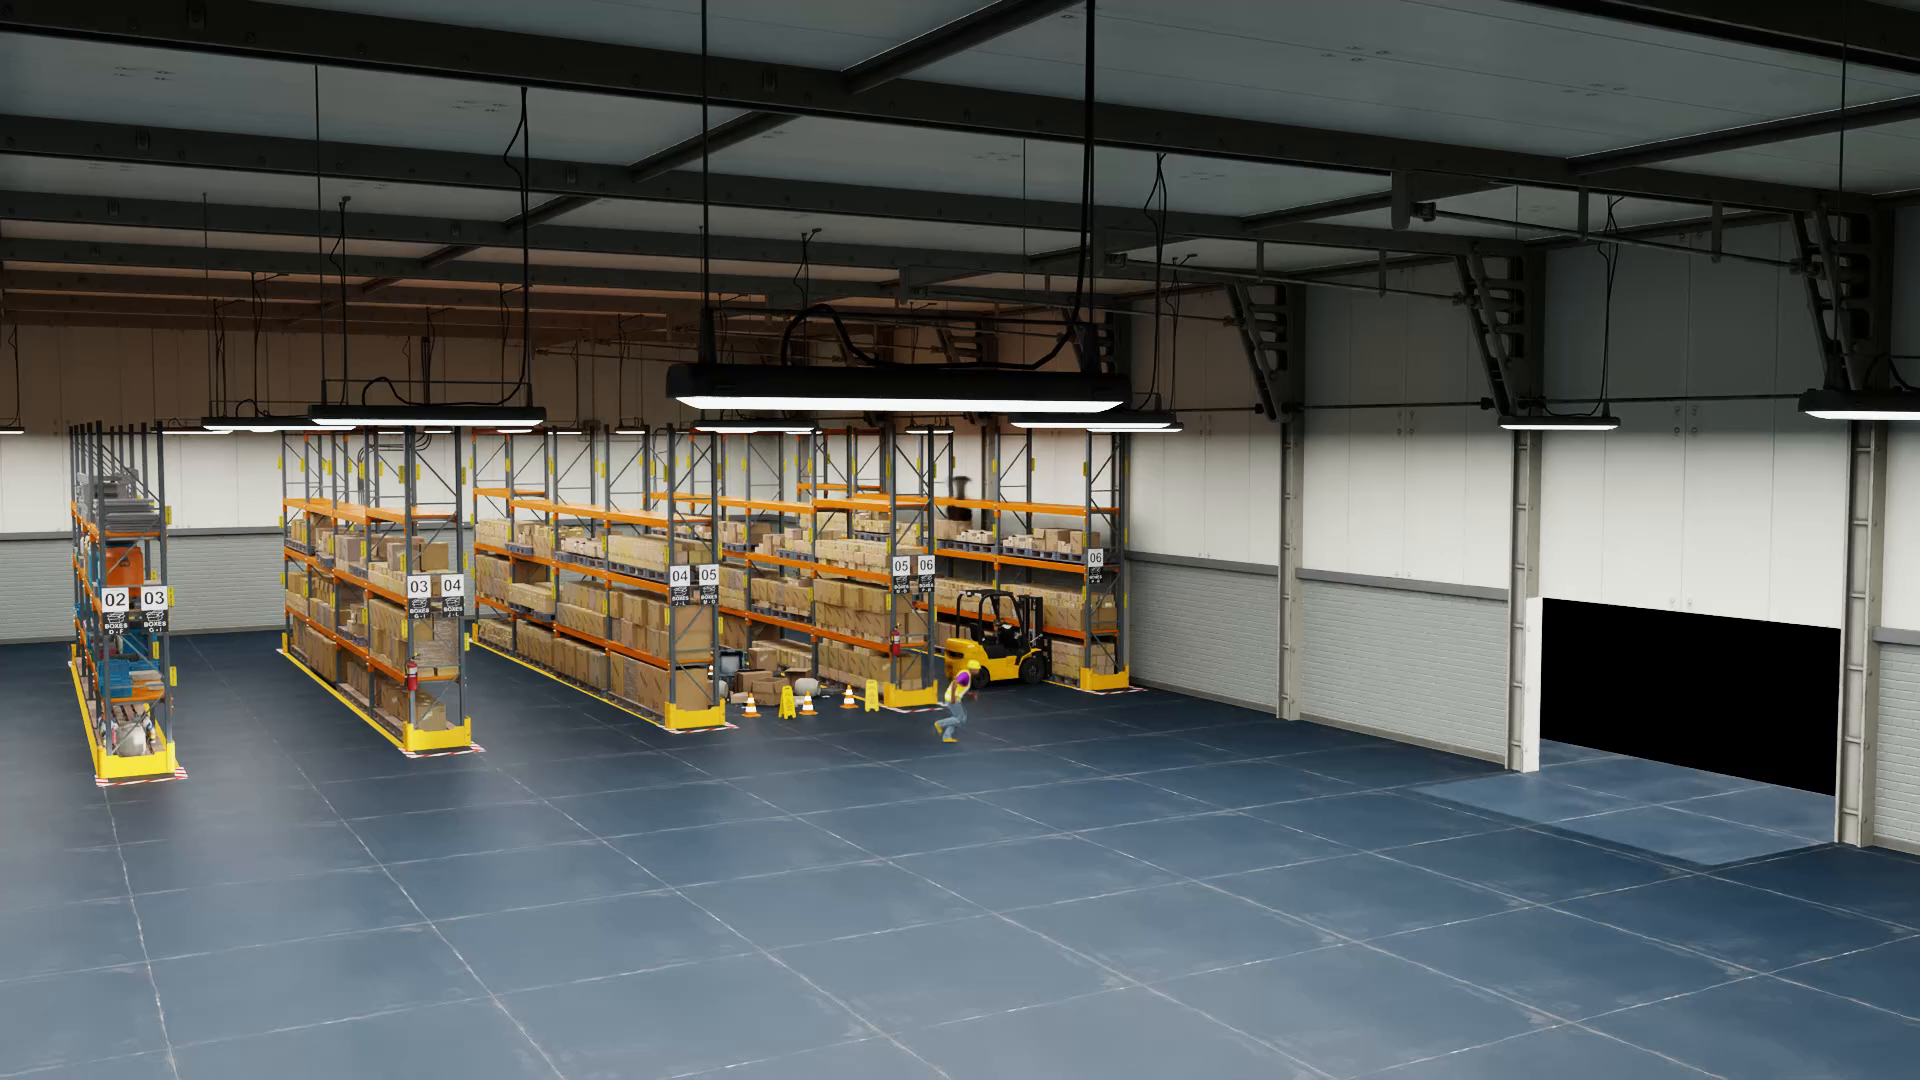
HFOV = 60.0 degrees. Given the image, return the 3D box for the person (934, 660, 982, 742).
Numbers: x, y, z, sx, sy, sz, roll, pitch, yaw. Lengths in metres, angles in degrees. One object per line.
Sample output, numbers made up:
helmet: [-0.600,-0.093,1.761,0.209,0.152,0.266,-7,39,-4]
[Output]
person: [-0.033,3.025,31.095,0.906,1.562,0.726,0,4,3]
